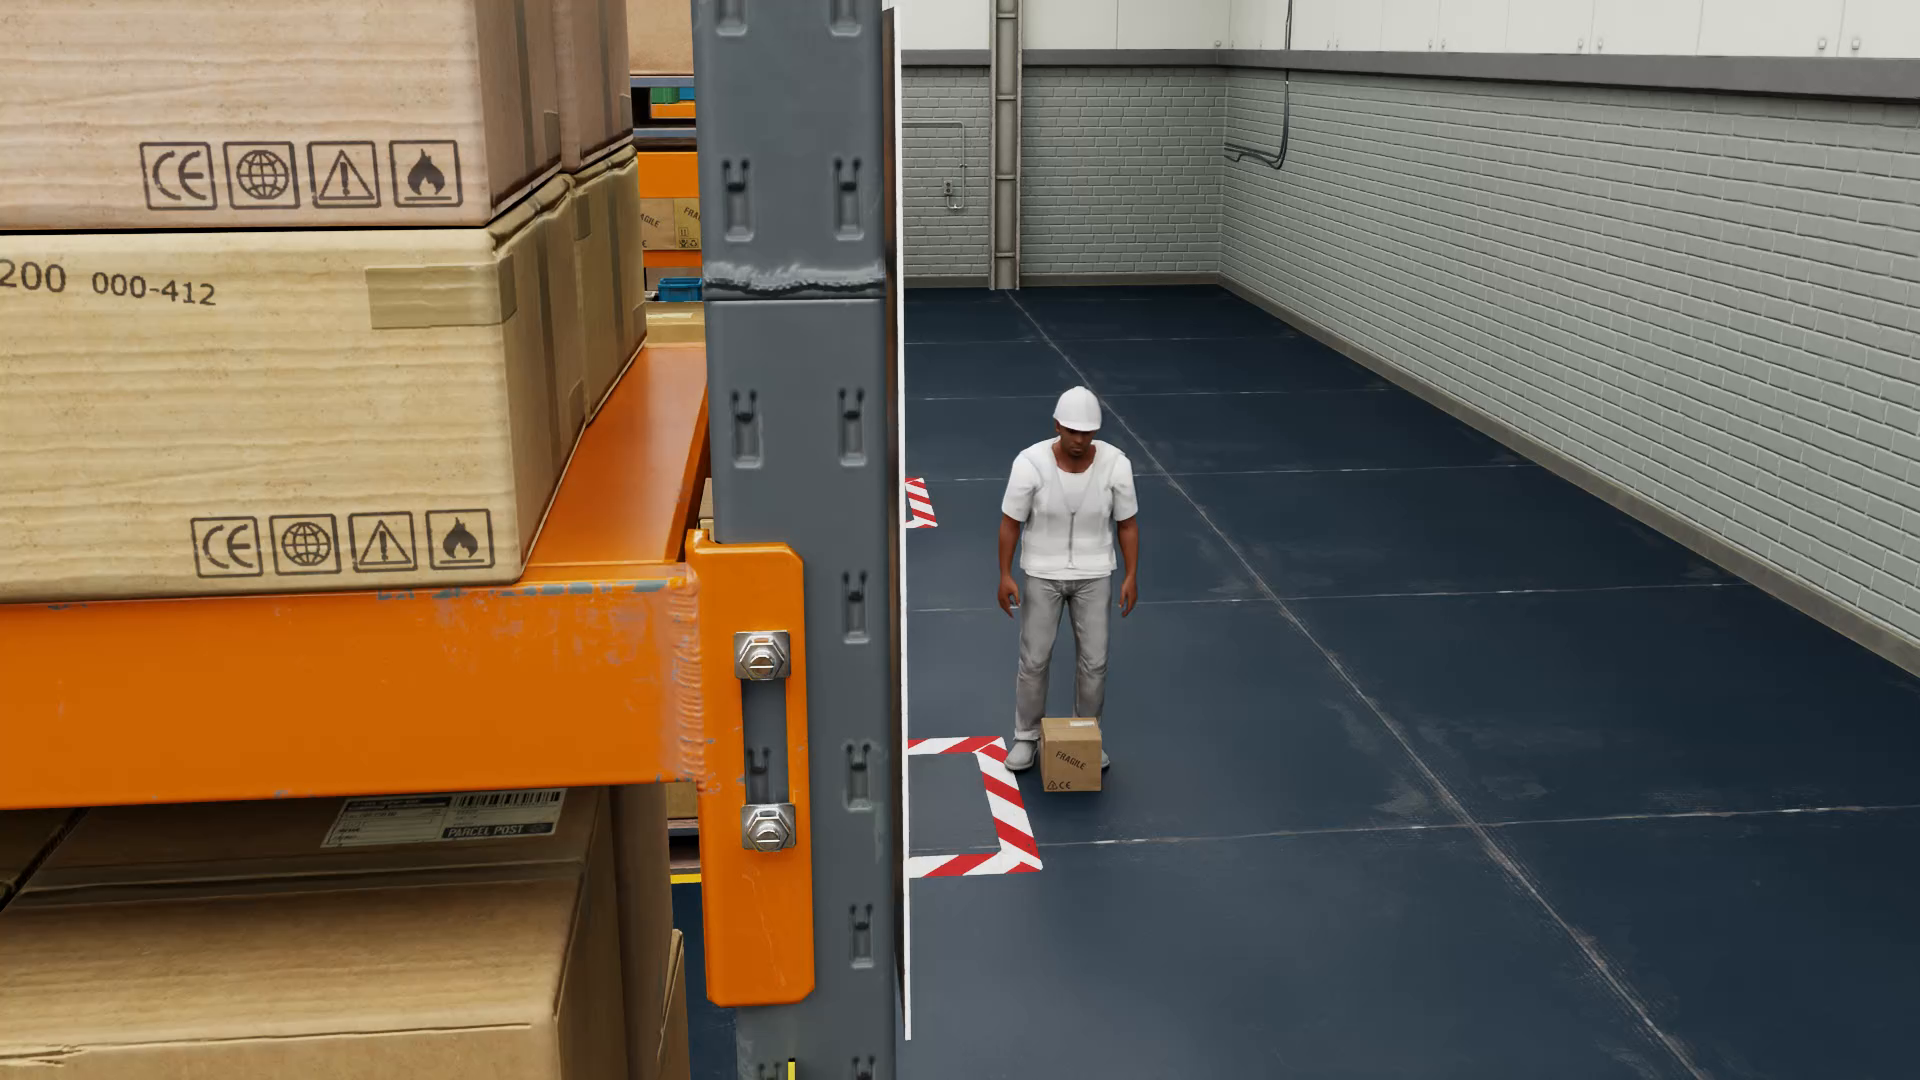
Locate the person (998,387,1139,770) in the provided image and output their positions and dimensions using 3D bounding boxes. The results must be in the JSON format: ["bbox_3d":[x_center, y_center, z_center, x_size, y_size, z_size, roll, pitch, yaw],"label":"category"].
[{"bbox_3d":[0.484,0.172,7.432,0.634,1.760,0.463,0,17,-1],"label":"person"}]
